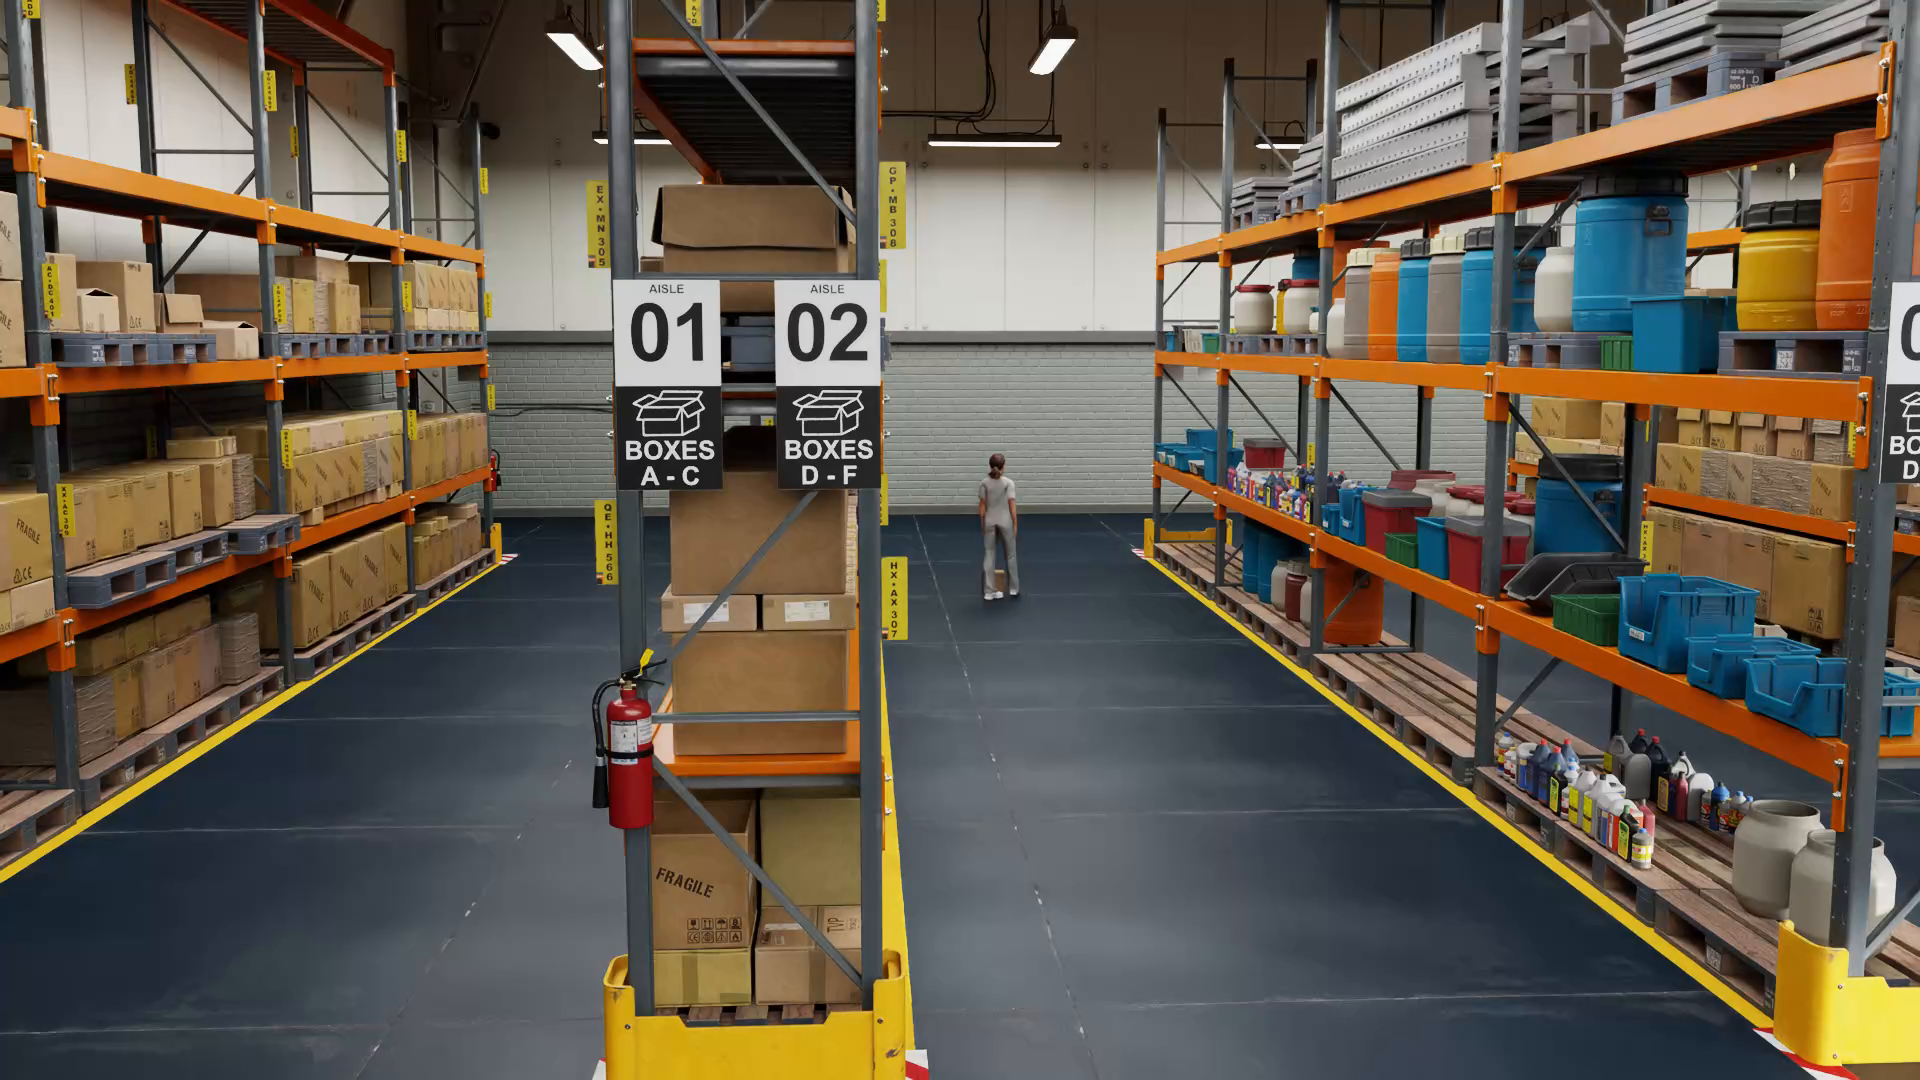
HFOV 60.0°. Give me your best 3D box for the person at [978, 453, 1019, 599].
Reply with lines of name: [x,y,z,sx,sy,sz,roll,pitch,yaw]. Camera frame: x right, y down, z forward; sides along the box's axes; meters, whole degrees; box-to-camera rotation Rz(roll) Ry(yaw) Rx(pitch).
person: [0.461,-0.118,19.171,0.449,1.556,0.622,1,7,10]
